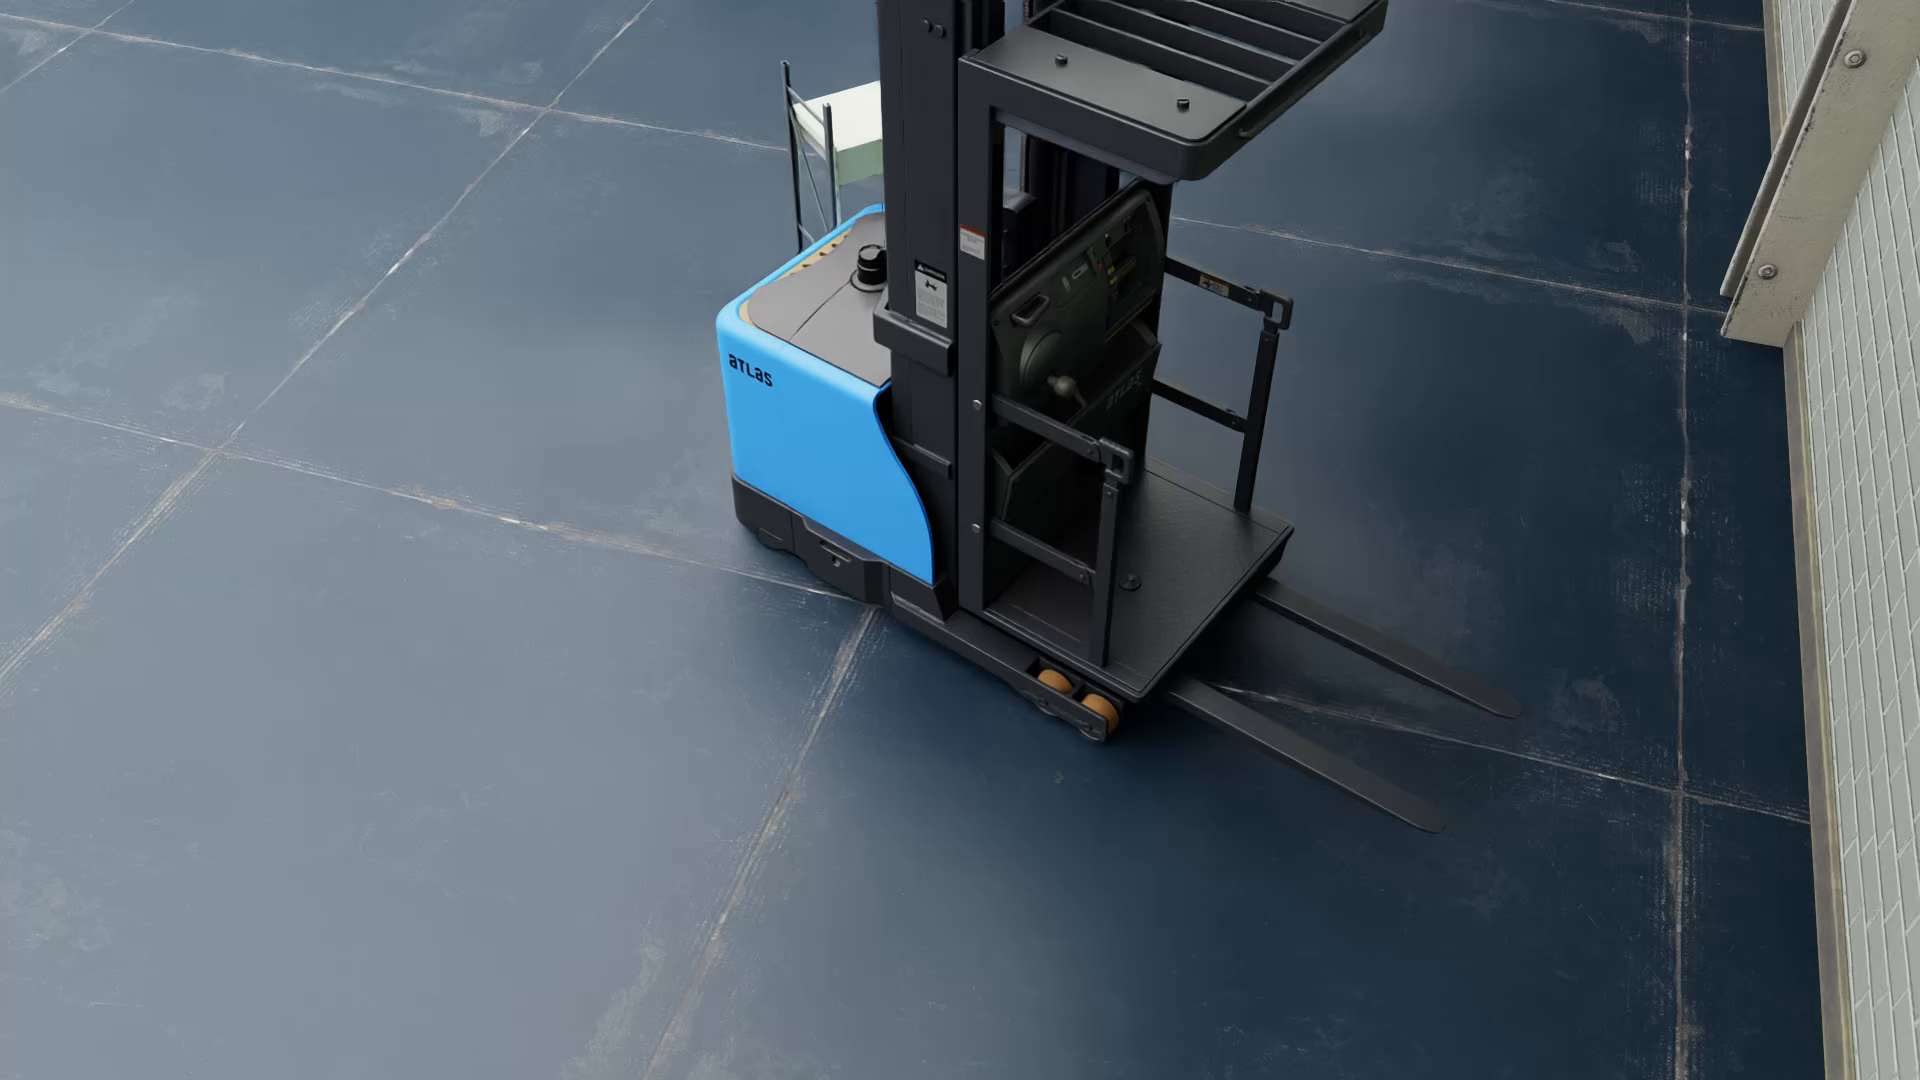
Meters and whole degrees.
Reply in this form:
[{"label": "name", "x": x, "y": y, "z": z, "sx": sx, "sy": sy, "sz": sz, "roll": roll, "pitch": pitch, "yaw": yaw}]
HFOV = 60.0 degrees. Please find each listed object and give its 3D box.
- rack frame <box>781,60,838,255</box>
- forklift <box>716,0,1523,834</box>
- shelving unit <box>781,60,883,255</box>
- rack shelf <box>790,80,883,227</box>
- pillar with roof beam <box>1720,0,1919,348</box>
[{"label": "rack frame", "x": -0.595, "y": -1.223, "z": 6.927, "sx": 0.023, "sy": 1.500, "sz": 0.400, "roll": -22, "pitch": 48, "yaw": -21}, {"label": "forklift", "x": 0.568, "y": -0.751, "z": 5.422, "sx": 3.031, "sy": 2.935, "sz": 1.130, "roll": 28, "pitch": 51, "yaw": 26}, {"label": "shelving unit", "x": -0.278, "y": -1.350, "z": 7.058, "sx": 0.755, "sy": 1.500, "sz": 0.431, "roll": -22, "pitch": 48, "yaw": -21}, {"label": "rack shelf", "x": -0.278, "y": -1.629, "z": 6.785, "sx": 0.720, "sy": 0.370, "sz": 0.431, "roll": -22, "pitch": 48, "yaw": -21}, {"label": "pillar with roof beam", "x": -0.365, "y": -5.172, "z": 5.601, "sx": 9.100, "sy": 9.000, "sz": 0.400, "roll": 13, "pitch": 46, "yaw": 13}]
